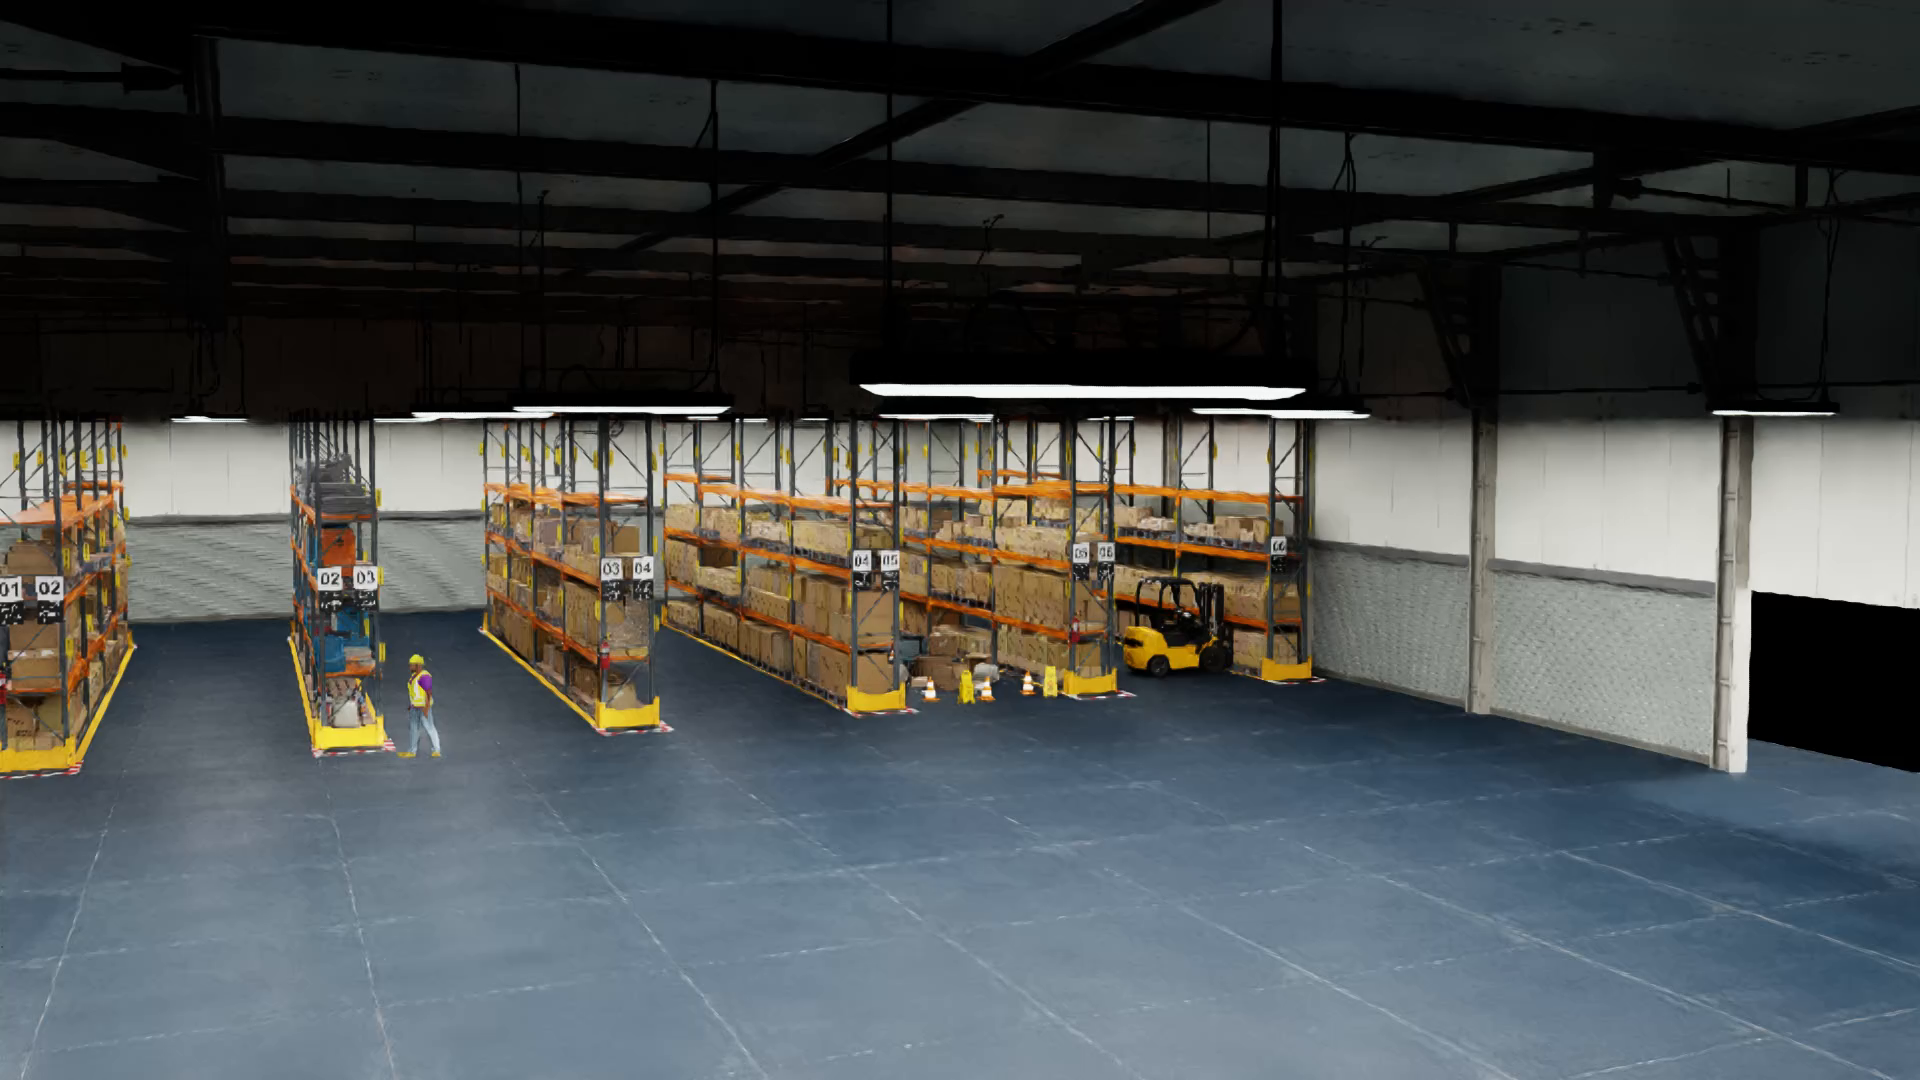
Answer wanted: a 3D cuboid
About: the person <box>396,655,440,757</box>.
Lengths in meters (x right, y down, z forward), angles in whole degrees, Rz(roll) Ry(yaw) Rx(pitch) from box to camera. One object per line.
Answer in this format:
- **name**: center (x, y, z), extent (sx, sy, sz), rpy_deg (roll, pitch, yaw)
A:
- **person**: center (-9.303, 2.848, 28.538), extent (0.683, 1.767, 0.629), rpy_deg (4, 6, 44)
